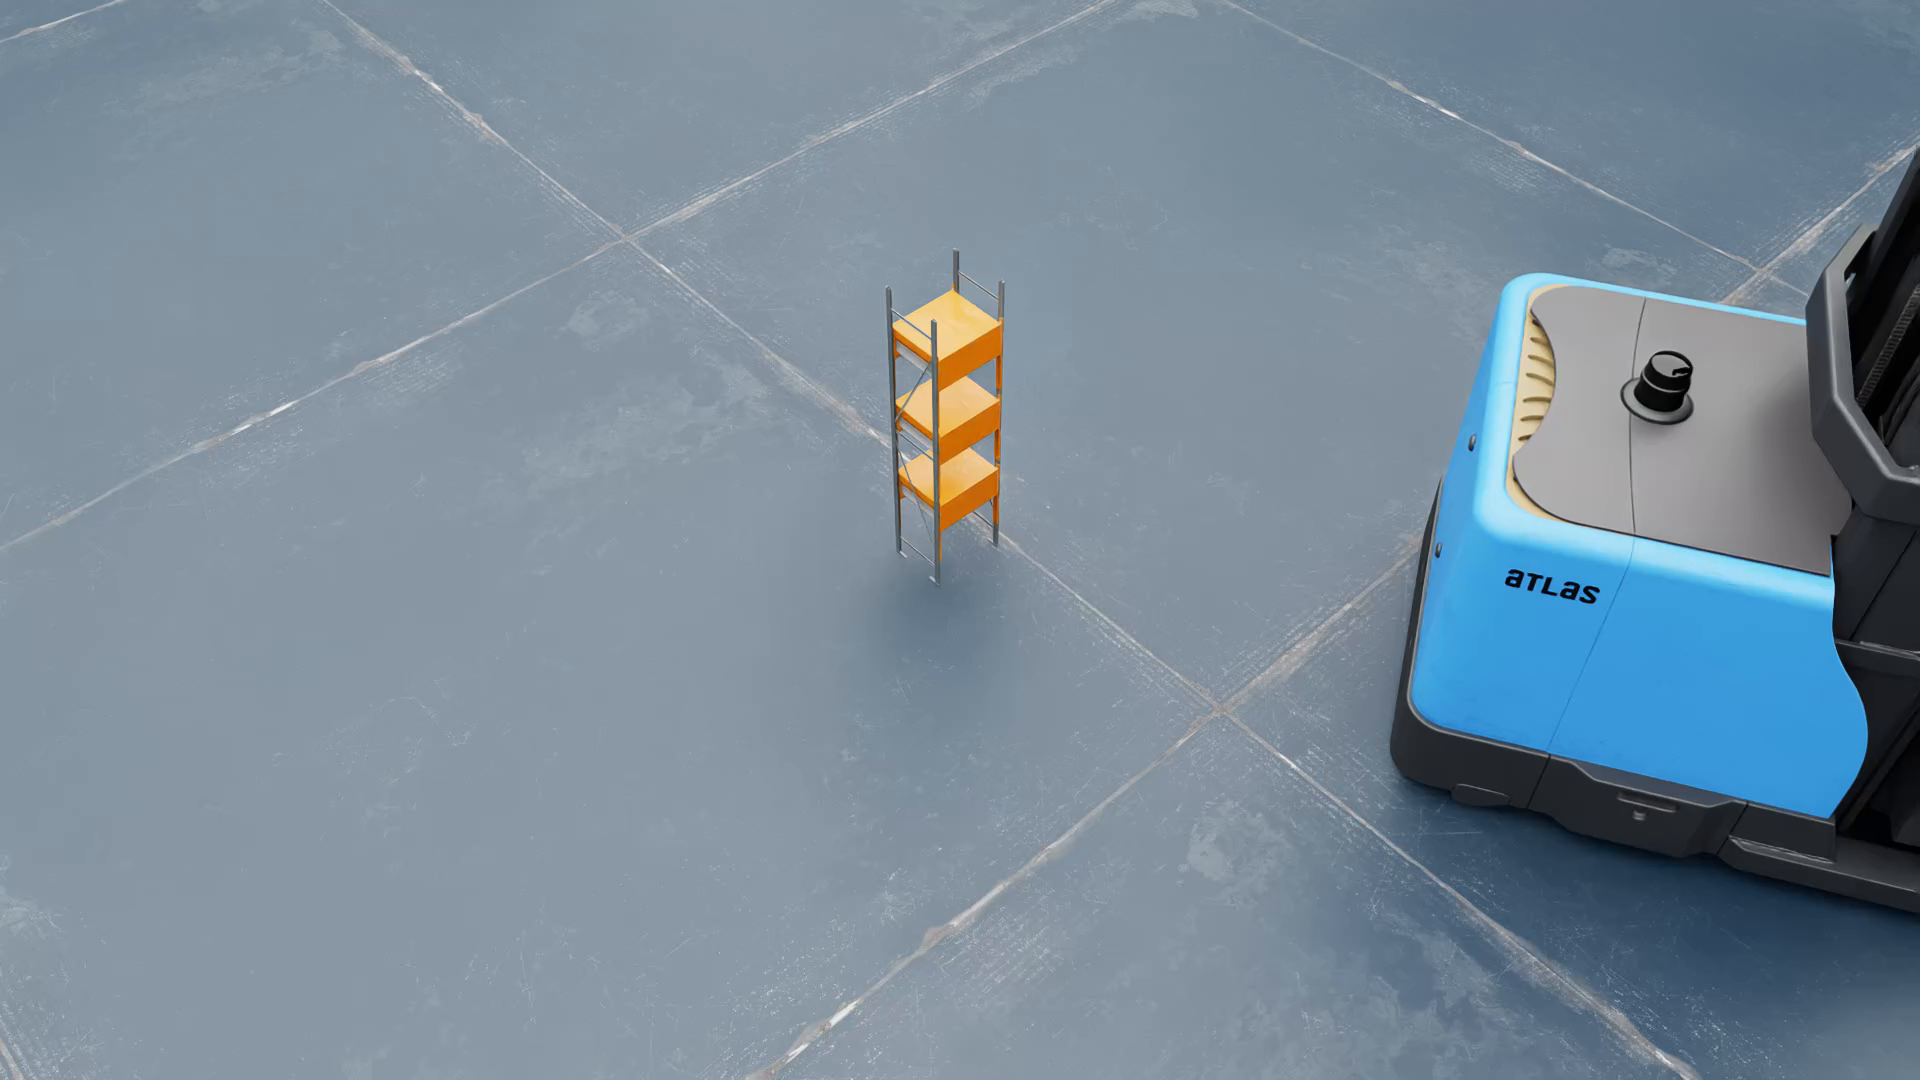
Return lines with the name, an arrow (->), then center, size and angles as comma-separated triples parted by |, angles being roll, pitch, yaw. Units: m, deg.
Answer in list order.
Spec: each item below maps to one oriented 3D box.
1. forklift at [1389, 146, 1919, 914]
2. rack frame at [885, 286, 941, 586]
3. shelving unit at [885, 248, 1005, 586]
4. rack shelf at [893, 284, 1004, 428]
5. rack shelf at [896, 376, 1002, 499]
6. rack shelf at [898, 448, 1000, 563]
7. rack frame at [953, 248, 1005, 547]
forklift -> 2.767, -0.341, 3.571 | 3.031, 2.935, 1.130 | 13, 49, 12
rack frame -> -0.130, -0.269, 4.784 | 0.008, 1.050, 0.200 | -34, 56, -27
shelving unit -> -0.040, -0.330, 4.840 | 0.252, 1.050, 0.215 | -34, 56, -27
rack shelf -> -0.040, -0.515, 4.639 | 0.240, 0.259, 0.215 | -34, 56, -27
rack shelf -> -0.040, -0.322, 4.848 | 0.240, 0.259, 0.215 | -34, 56, -27
rack shelf -> -0.040, -0.134, 5.052 | 0.240, 0.259, 0.215 | -34, 56, -27
rack frame -> 0.051, -0.390, 4.895 | 0.008, 1.050, 0.200 | -34, 56, -27
